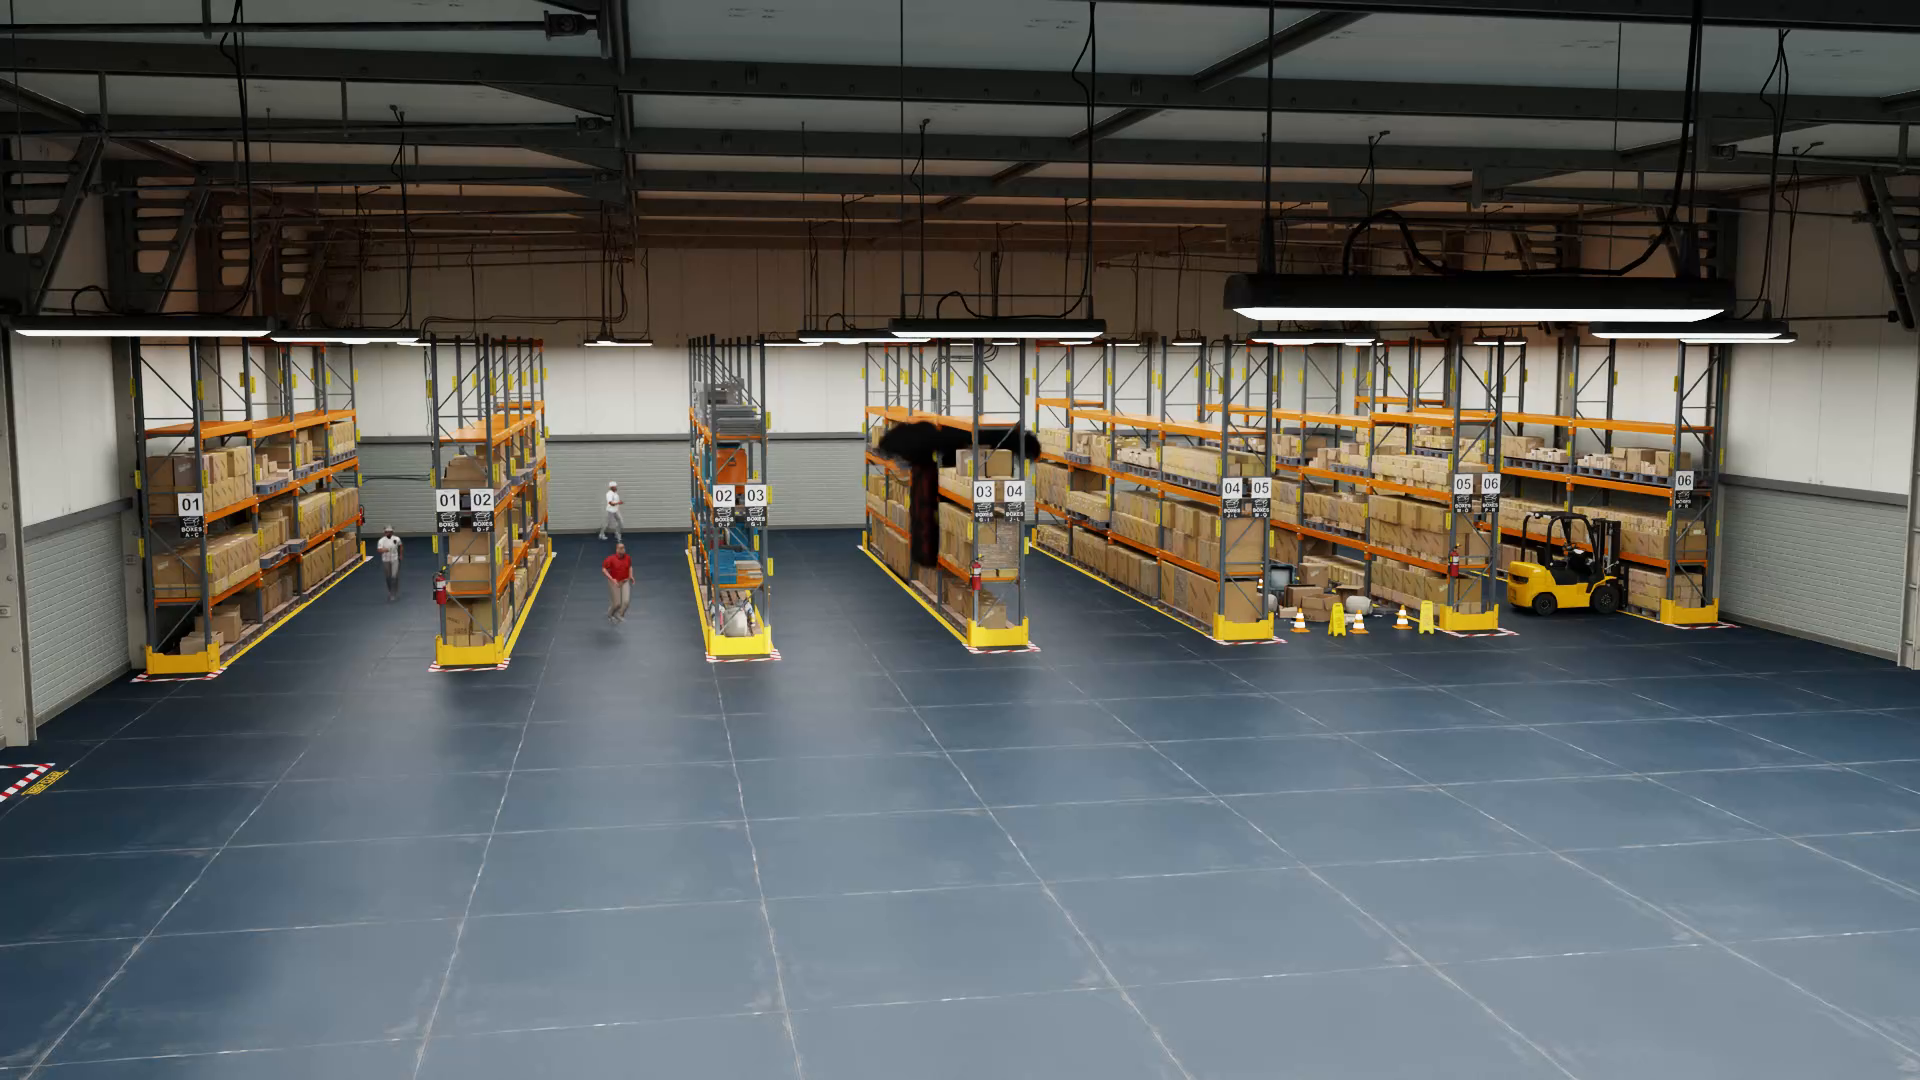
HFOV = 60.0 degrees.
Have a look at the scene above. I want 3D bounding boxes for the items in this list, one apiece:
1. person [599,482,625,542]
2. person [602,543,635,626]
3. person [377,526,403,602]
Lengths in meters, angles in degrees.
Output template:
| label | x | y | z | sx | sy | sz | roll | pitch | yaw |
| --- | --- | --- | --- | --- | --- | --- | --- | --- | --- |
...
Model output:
| label | x | y | z | sx | sy | sz | roll | pitch | yaw |
| --- | --- | --- | --- | --- | --- | --- | --- | --- | --- |
| person | -10.356 | -0.827 | 49.552 | 0.849 | 1.824 | 0.680 | 1 | 7 | 12 |
| person | -6.835 | 0.889 | 33.185 | 0.663 | 1.697 | 0.611 | -5 | 8 | -36 |
| person | -13.047 | 0.517 | 38.085 | 0.527 | 1.738 | 0.862 | -1 | 7 | -13 |
